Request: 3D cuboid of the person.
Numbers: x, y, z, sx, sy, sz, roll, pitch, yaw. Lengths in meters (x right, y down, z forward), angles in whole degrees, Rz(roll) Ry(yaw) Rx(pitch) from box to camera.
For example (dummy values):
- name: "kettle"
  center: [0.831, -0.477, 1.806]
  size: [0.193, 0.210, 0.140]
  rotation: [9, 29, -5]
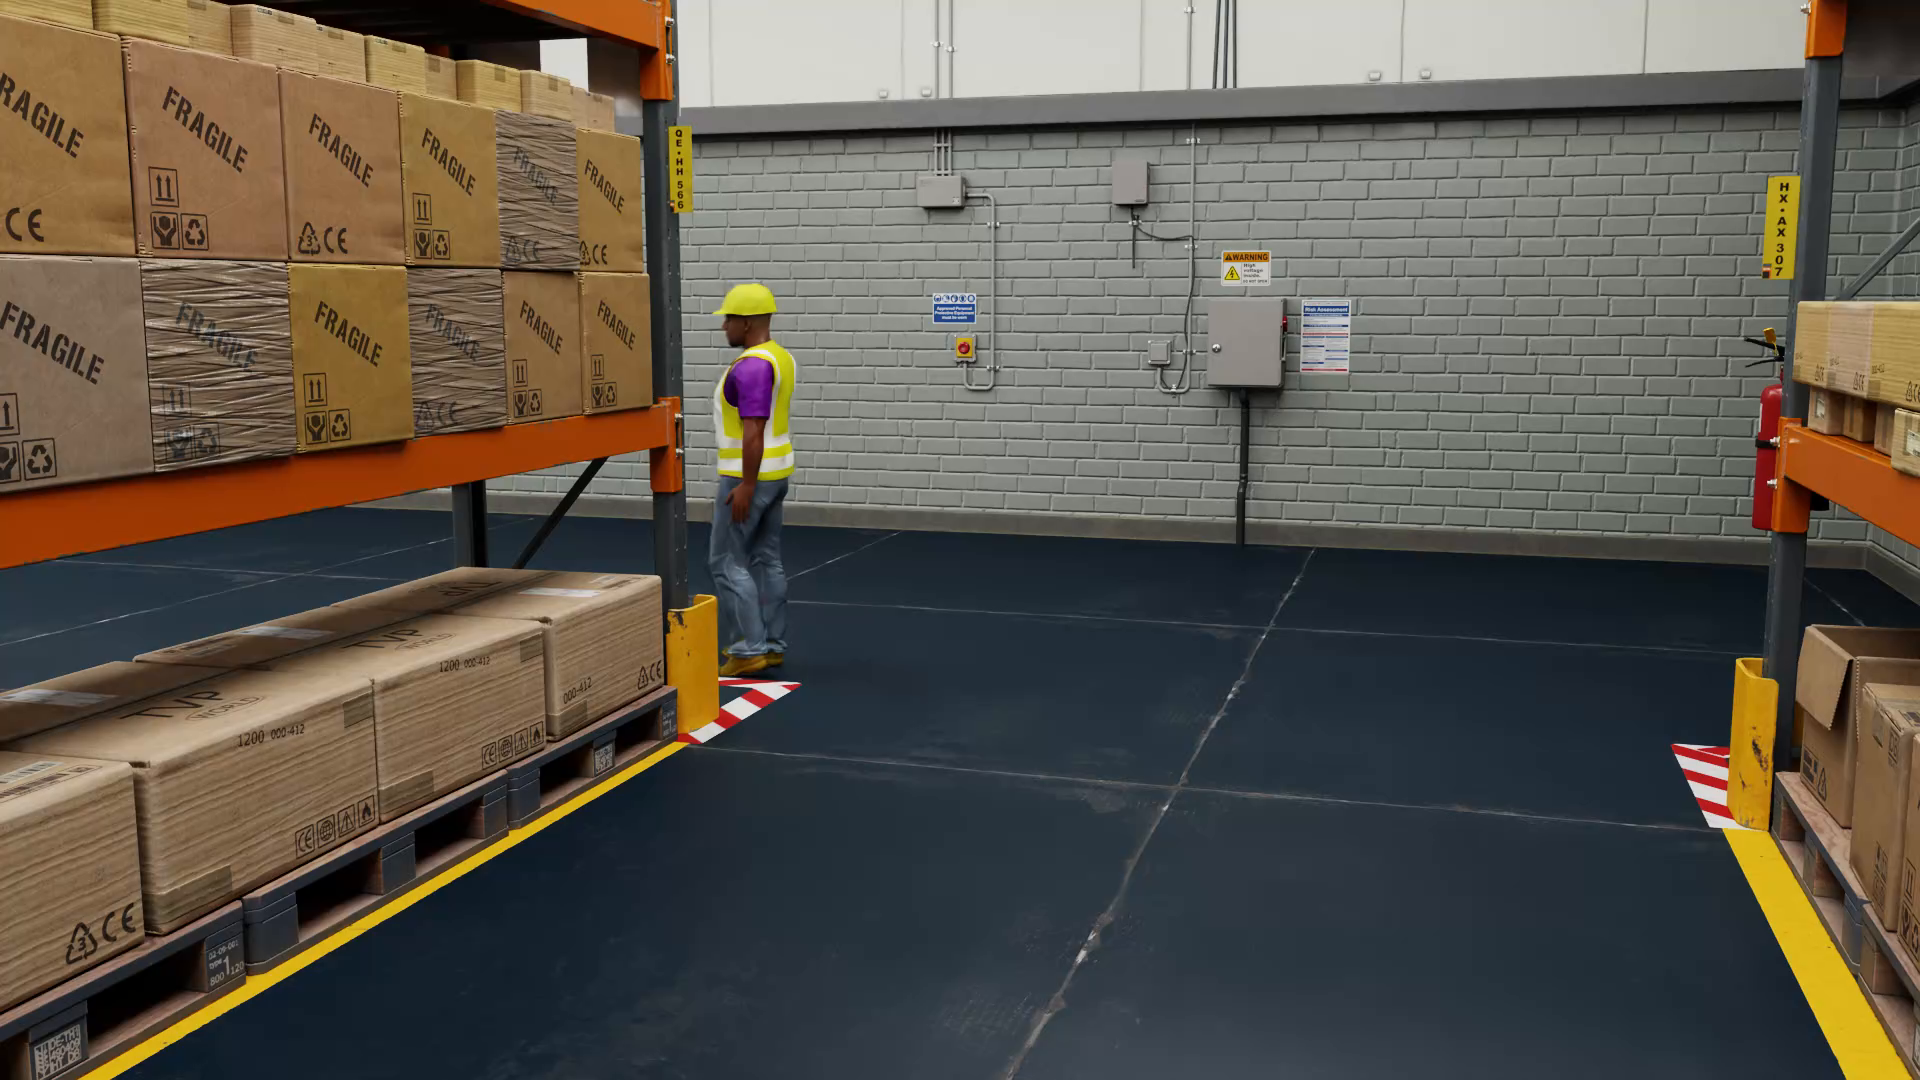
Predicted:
- name: "person"
  center: [-0.964, -0.265, 7.662]
  size: [0.381, 1.807, 0.591]
  rotation: [2, 8, 11]
